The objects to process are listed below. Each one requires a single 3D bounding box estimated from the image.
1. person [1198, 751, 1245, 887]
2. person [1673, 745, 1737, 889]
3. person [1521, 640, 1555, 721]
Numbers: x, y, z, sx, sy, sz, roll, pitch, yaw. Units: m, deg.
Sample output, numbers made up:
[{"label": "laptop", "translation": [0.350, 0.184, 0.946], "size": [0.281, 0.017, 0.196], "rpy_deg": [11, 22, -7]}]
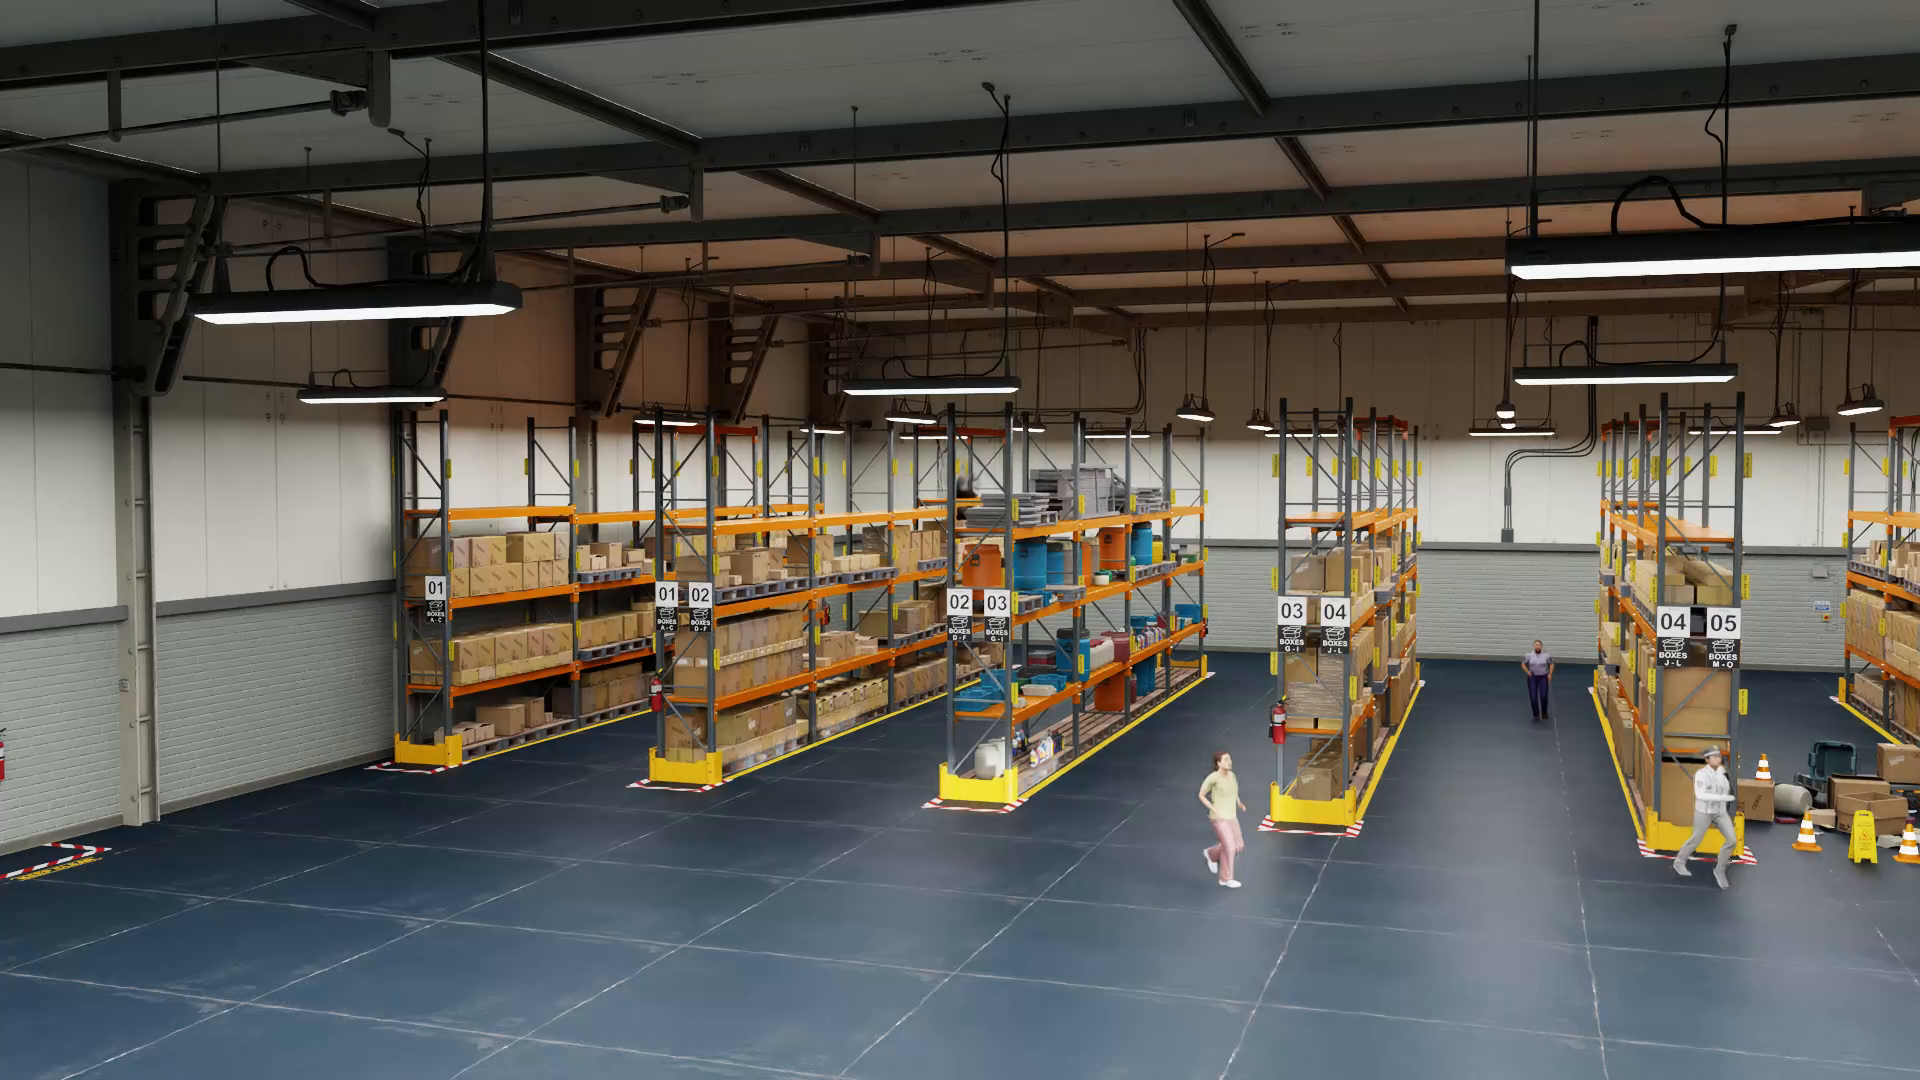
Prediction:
[{"label": "person", "translation": [3.117, 3.332, 19.975], "size": [0.572, 1.616, 0.604], "rpy_deg": [-2, 3, -36]}, {"label": "person", "translation": [9.026, 3.300, 20.003], "size": [0.623, 1.726, 0.863], "rpy_deg": [-1, 3, -18]}, {"label": "person", "translation": [11.410, 2.783, 32.853], "size": [0.614, 1.615, 0.568], "rpy_deg": [1, 3, 21]}]
